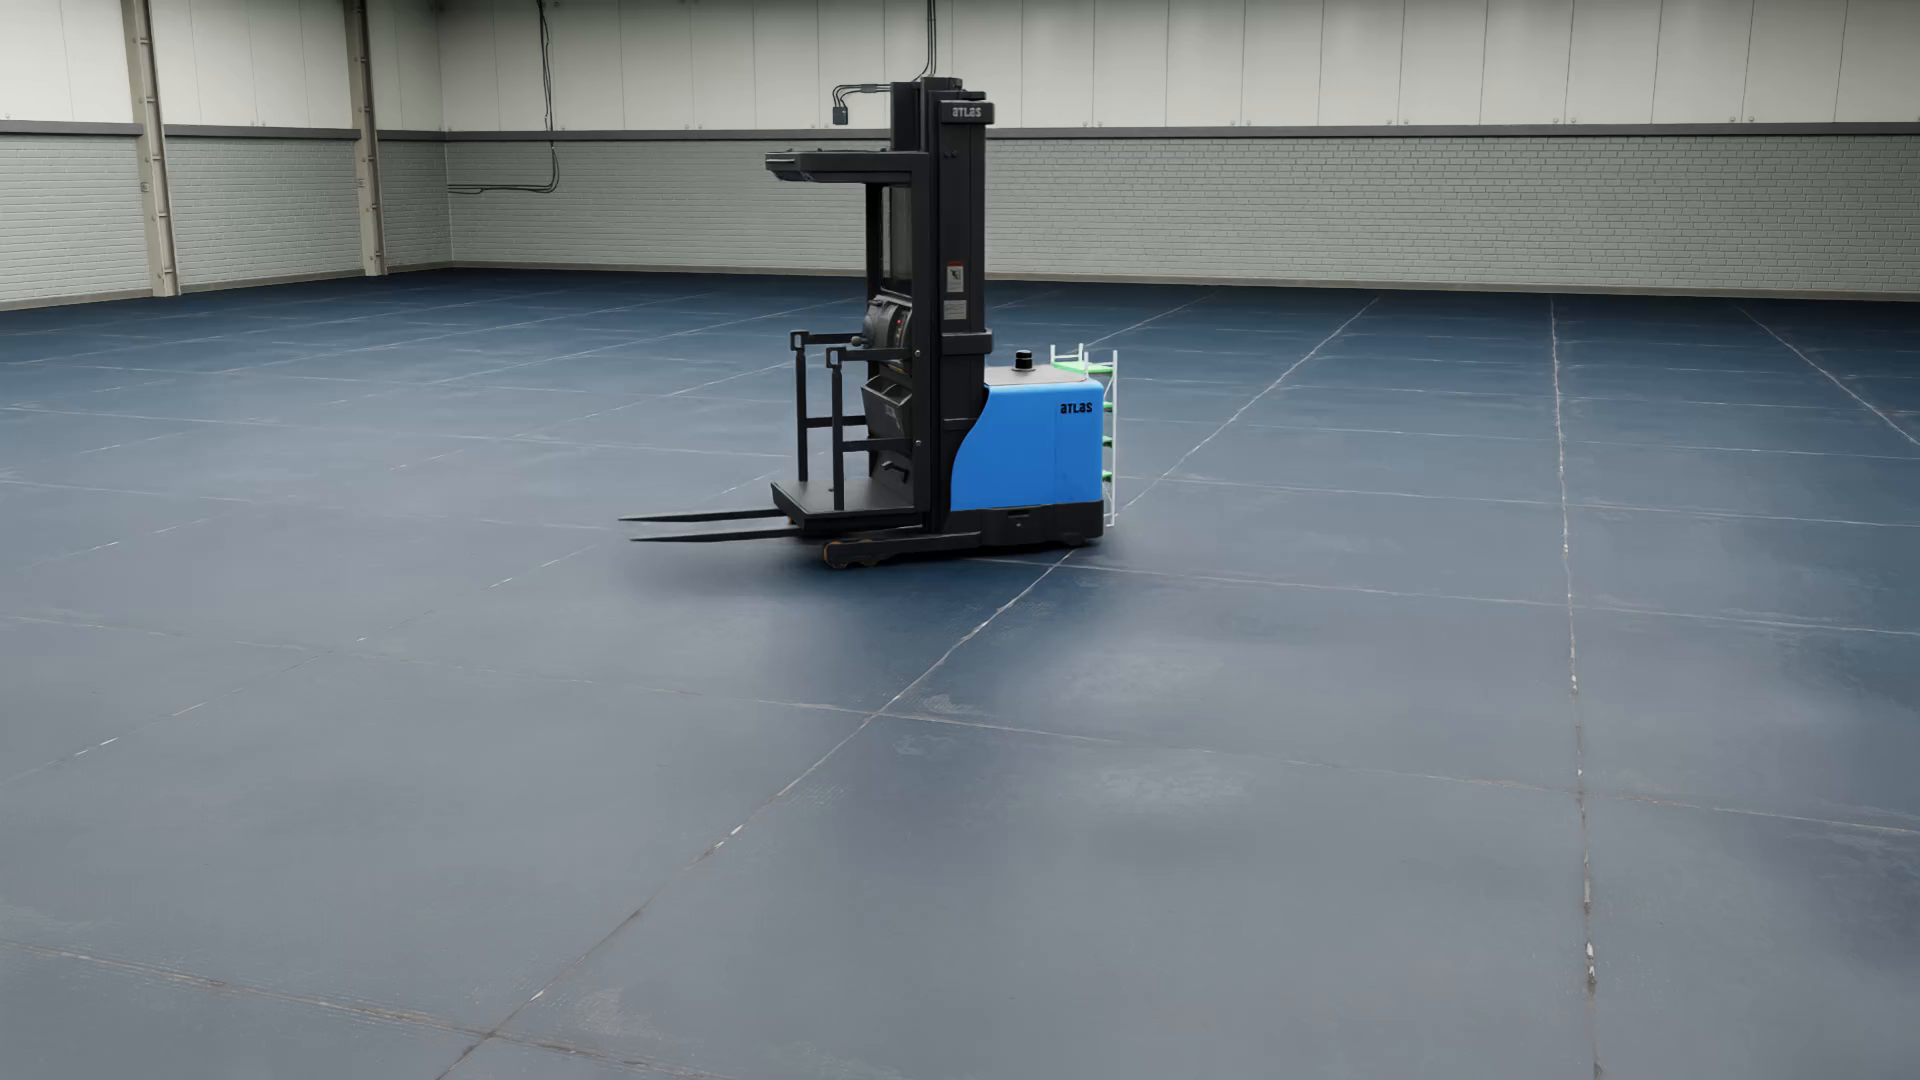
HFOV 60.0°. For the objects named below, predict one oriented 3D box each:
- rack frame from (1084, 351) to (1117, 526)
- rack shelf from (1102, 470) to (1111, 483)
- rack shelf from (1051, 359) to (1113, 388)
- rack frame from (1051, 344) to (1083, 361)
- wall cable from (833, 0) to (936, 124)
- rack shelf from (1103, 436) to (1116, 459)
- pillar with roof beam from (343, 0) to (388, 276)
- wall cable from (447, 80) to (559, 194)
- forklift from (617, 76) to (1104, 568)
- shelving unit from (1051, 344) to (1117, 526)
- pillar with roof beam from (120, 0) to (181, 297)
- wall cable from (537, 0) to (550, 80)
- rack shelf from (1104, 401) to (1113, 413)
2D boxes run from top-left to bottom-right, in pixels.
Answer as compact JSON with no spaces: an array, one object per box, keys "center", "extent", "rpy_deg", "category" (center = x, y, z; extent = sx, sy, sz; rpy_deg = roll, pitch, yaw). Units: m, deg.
[{"center":[0.943,-0.672,11.234],"extent":[0.240,1.200,0.015],"rpy_deg":[-6,14,-23],"category":"rack frame"},{"center":[0.846,-0.426,11.519],"extent":[0.258,0.148,0.480],"rpy_deg":[-6,14,-23],"category":"rack shelf"},{"center":[0.842,-1.127,11.358],"extent":[0.258,0.148,0.480],"rpy_deg":[-6,14,-23],"category":"rack shelf"},{"center":[0.745,-0.772,11.668],"extent":[0.240,1.200,0.015],"rpy_deg":[-6,14,-23],"category":"rack frame"},{"center":[-1.599,-11.682,34.306],"extent":[2.305,6.003,0.169],"rpy_deg":[4,14,18],"category":"wall cable"},{"center":[0.844,-0.660,11.466],"extent":[0.258,0.148,0.480],"rpy_deg":[-6,14,-23],"category":"rack shelf"},{"center":[-8.708,-9.876,34.036],"extent":[9.100,9.000,0.400],"rpy_deg":[4,14,18],"category":"pillar with roof beam"},{"center":[-10.577,-9.197,38.040],"extent":[3.097,2.526,0.112],"rpy_deg":[4,14,18],"category":"wall cable"},{"center":[-0.643,-1.386,10.475],"extent":[3.031,2.935,1.130],"rpy_deg":[-4,13,-18],"category":"forklift"},{"center":[0.844,-0.722,11.451],"extent":[0.258,1.200,0.503],"rpy_deg":[-6,14,-23],"category":"shelving unit"},{"center":[-10.649,-8.613,28.501],"extent":[9.100,9.000,0.400],"rpy_deg":[4,14,18],"category":"pillar with roof beam"},{"center":[-8.017,-11.465,36.624],"extent":[3.097,2.526,0.112],"rpy_deg":[4,14,18],"category":"wall cable"},{"center":[0.843,-0.894,11.412],"extent":[0.258,0.148,0.480],"rpy_deg":[-6,14,-23],"category":"rack shelf"}]
